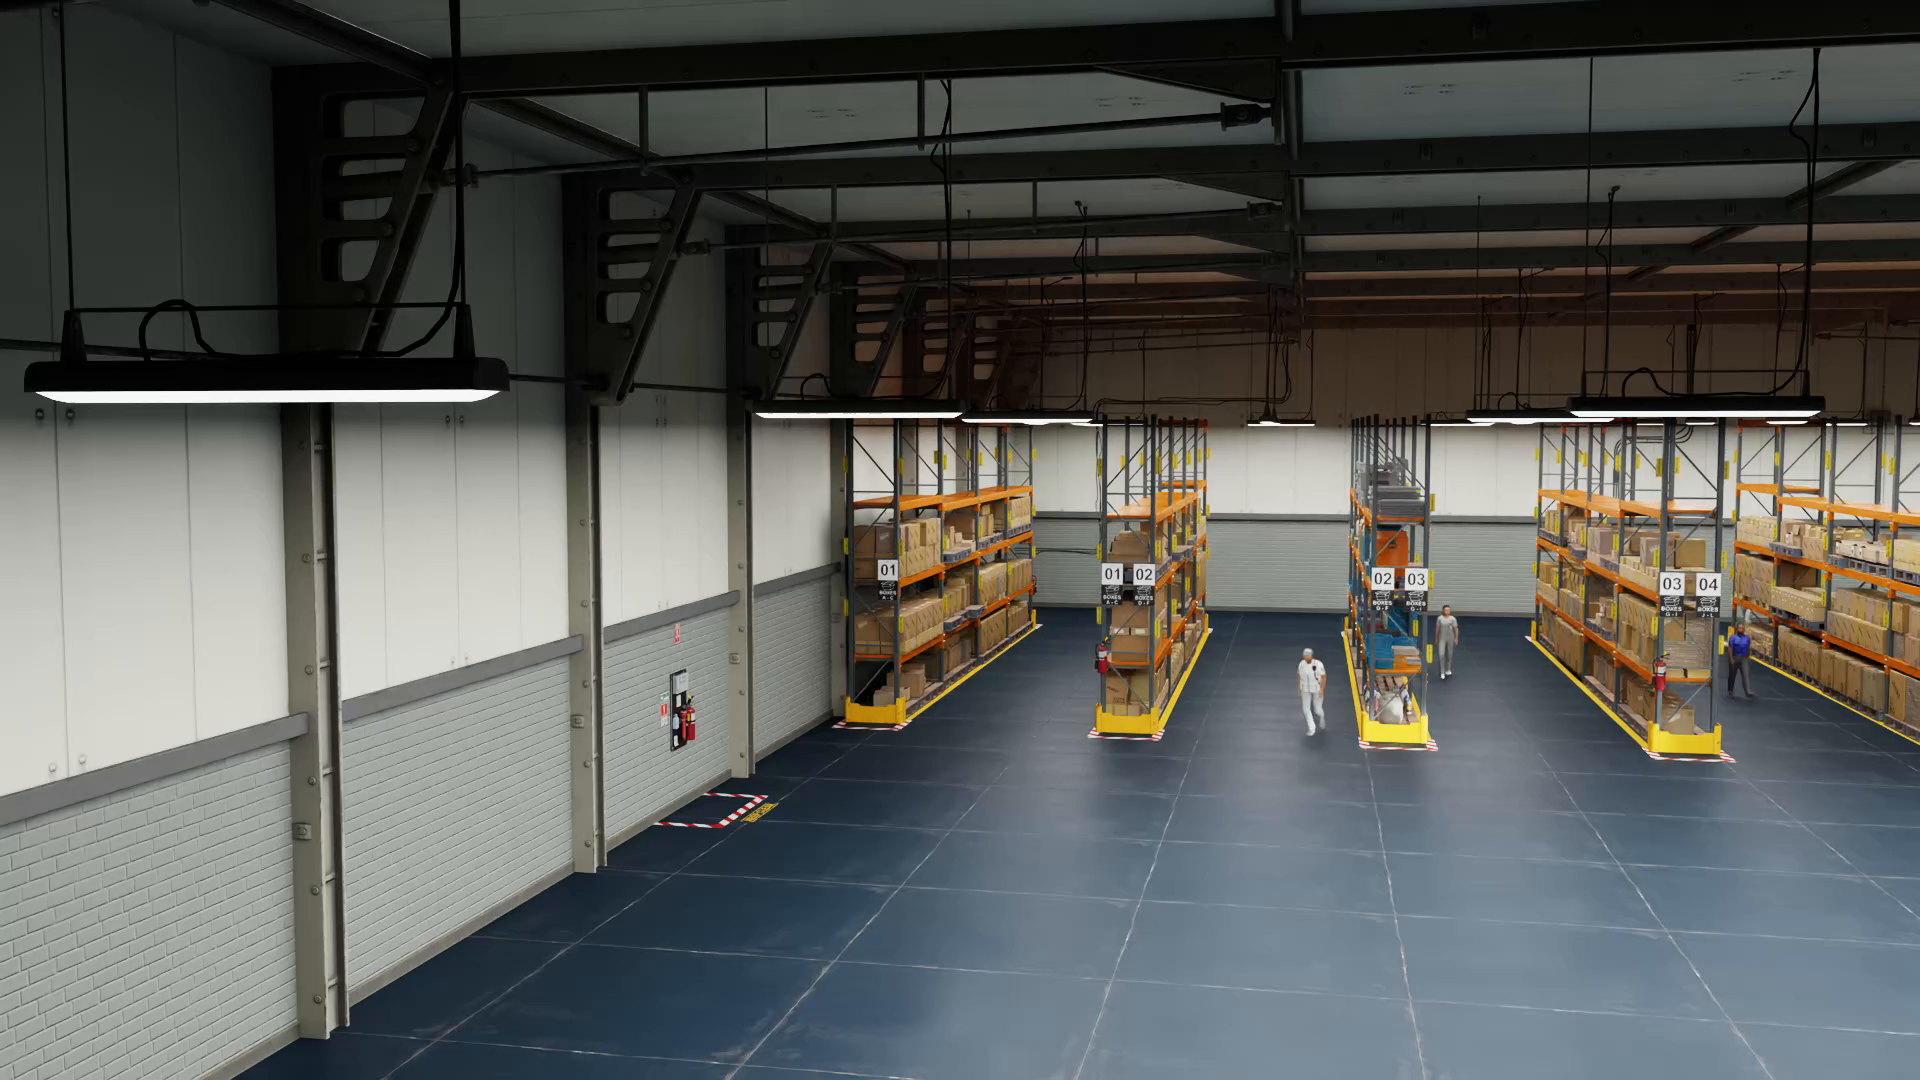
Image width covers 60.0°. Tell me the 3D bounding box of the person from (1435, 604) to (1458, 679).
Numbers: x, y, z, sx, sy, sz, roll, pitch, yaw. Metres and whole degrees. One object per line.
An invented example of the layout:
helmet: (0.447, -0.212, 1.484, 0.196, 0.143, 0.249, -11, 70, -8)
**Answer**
person: (11.261, 2.337, 38.478, 0.498, 1.702, 0.639, 1, 4, 13)

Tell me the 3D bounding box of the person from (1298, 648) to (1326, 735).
person: (6.636, 2.831, 31.300, 0.537, 1.634, 0.681, 2, 4, 28)

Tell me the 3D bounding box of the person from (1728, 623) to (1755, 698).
person: (16.540, 2.558, 35.258, 0.457, 1.596, 1.053, 1, 4, 16)

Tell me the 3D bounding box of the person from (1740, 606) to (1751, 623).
person: (22.075, 1.734, 46.695, 1.096, 1.697, 0.623, -4, 5, -43)
